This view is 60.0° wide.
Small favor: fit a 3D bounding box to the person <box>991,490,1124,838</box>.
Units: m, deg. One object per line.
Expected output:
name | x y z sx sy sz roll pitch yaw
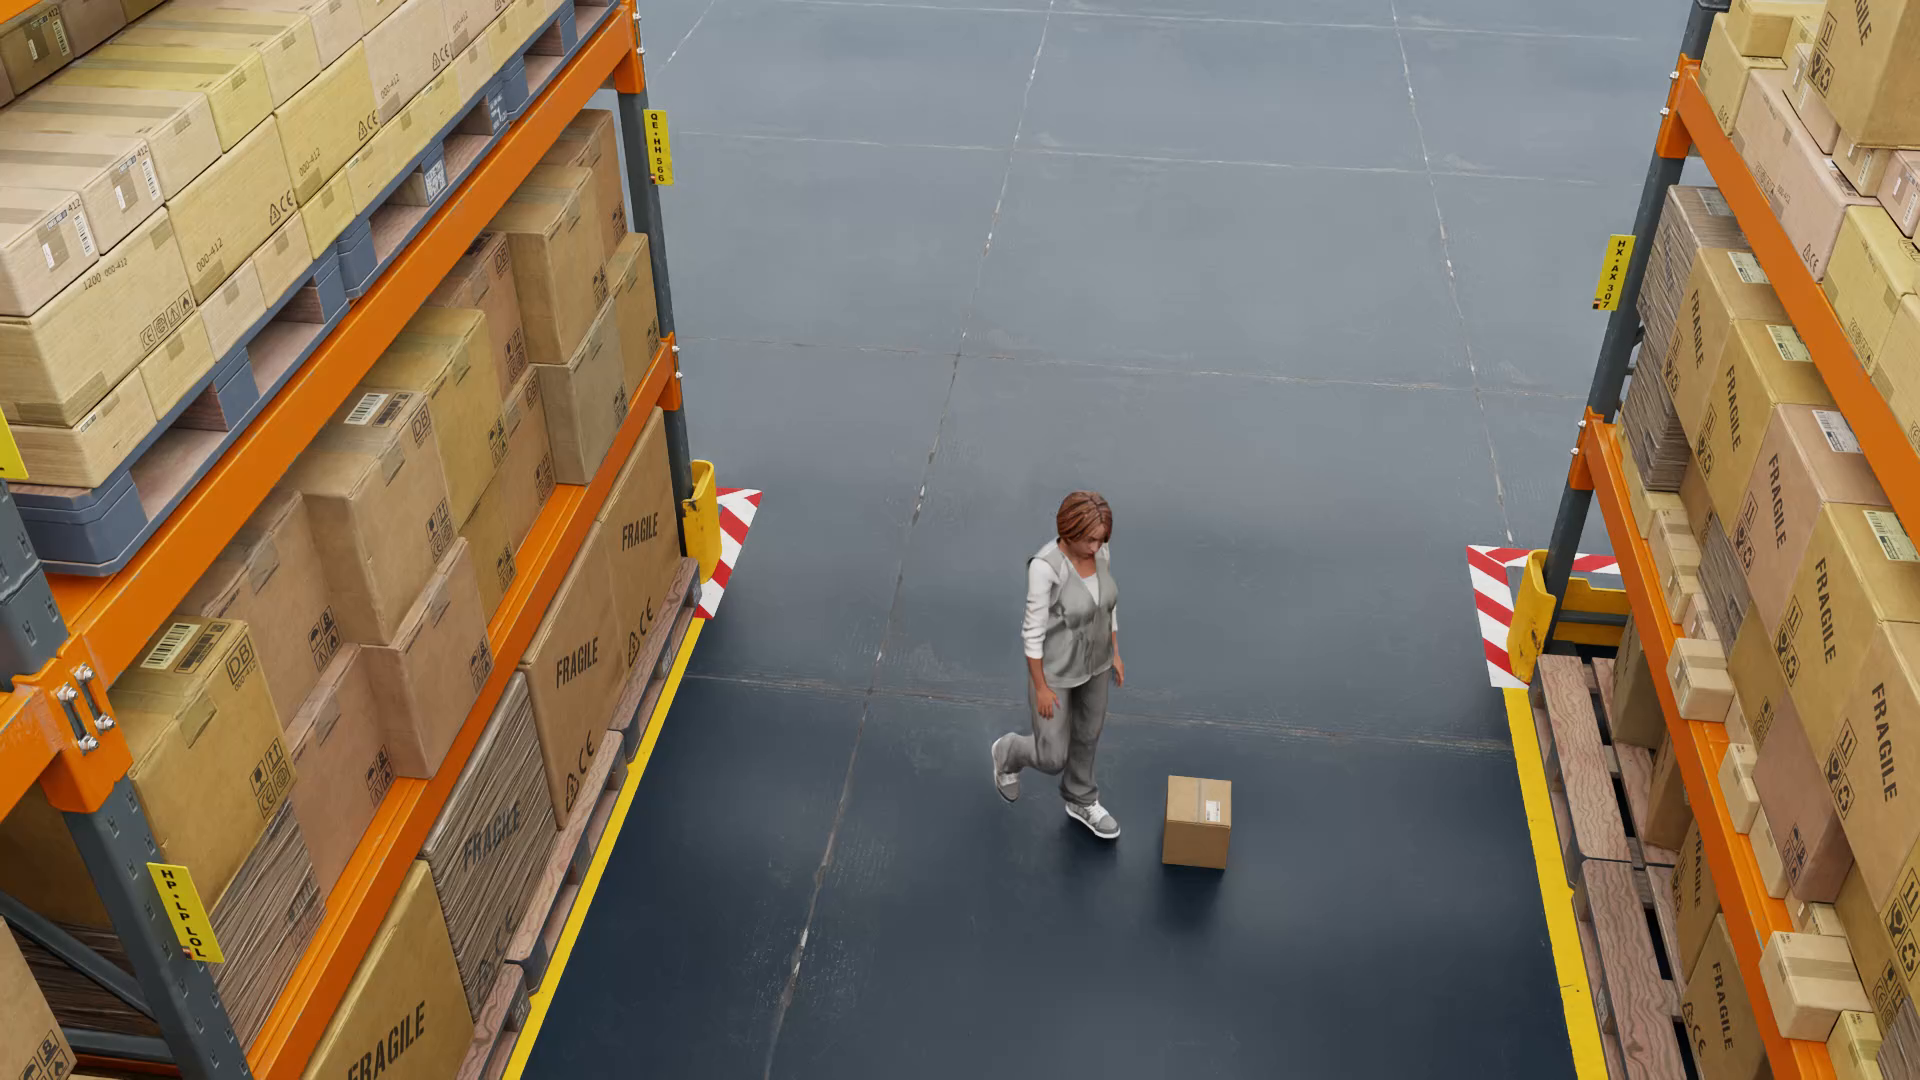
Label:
person | 0.397 0.482 6.374 0.452 1.596 0.549 -27 45 -32
